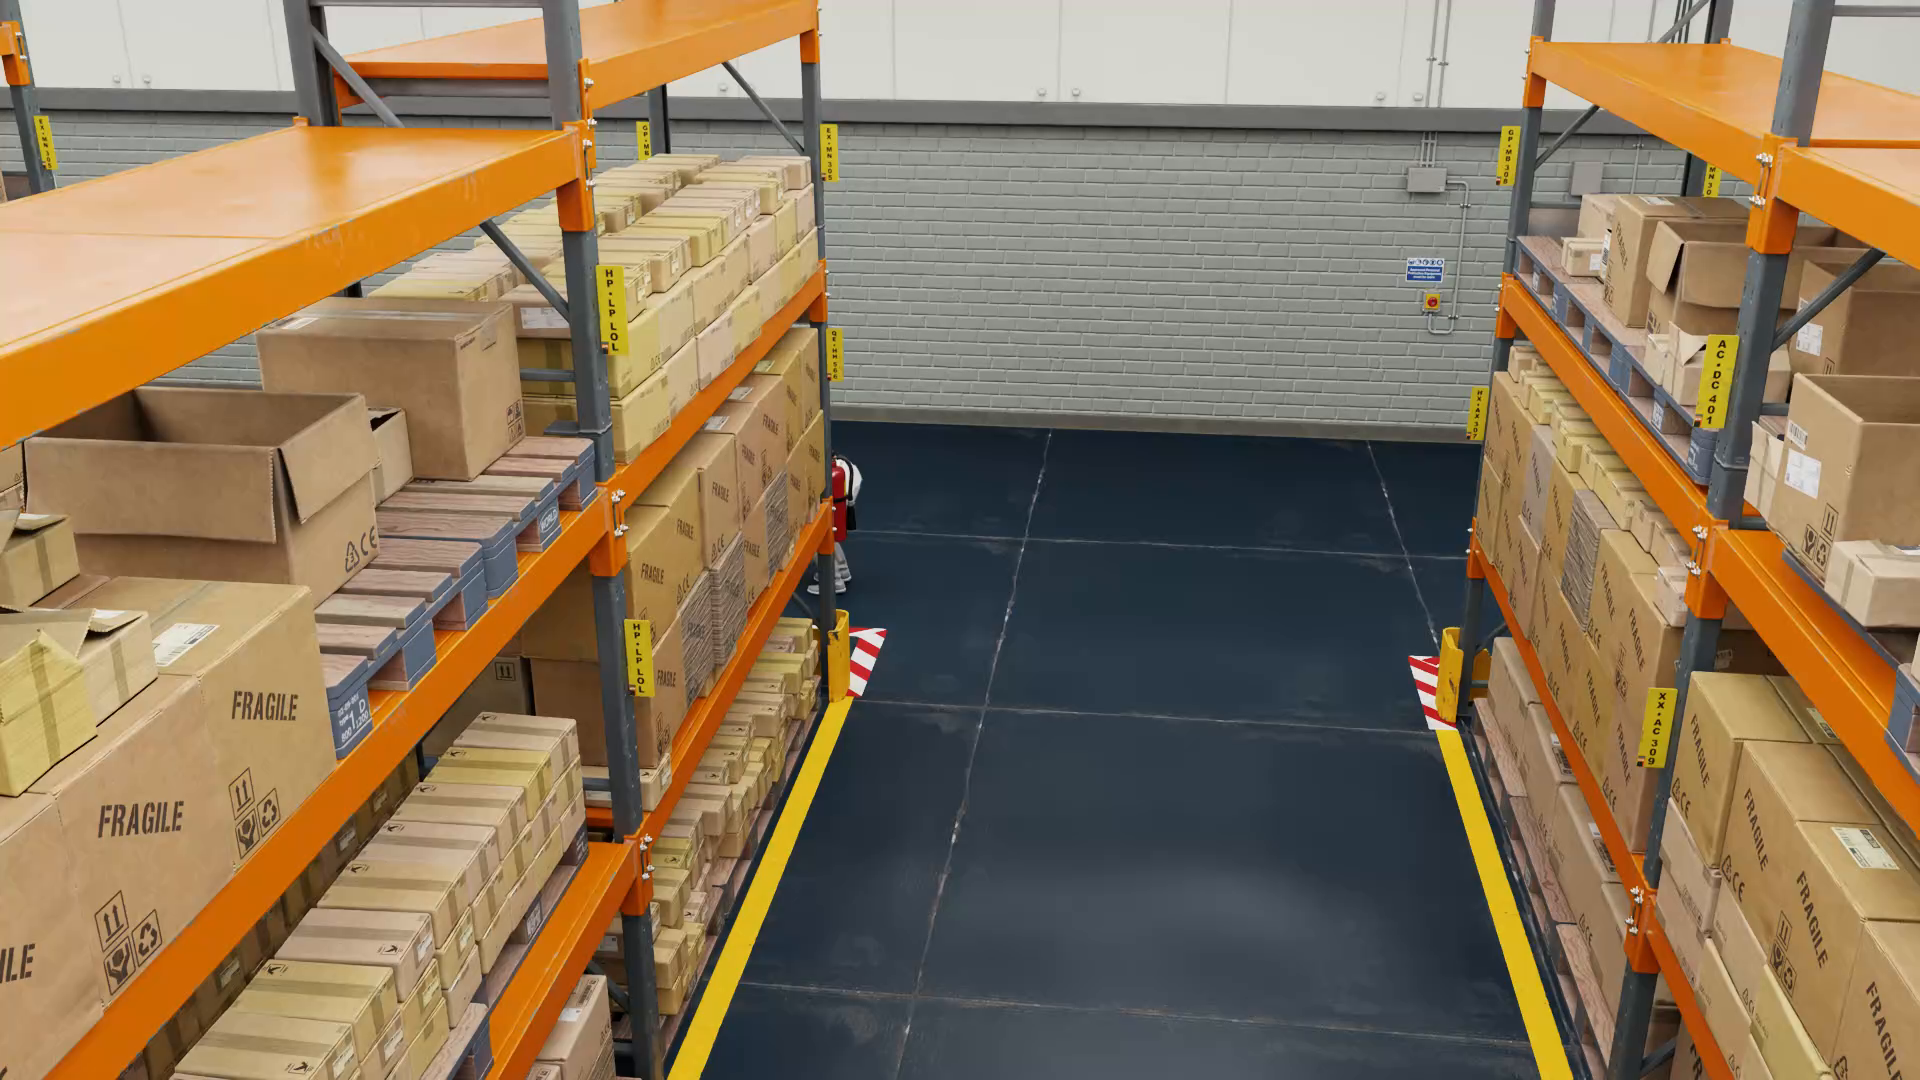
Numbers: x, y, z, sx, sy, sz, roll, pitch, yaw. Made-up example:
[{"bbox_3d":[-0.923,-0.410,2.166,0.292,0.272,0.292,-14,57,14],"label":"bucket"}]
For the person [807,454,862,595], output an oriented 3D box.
[{"bbox_3d":[-1.177,-0.210,12.276,0.908,1.192,0.433,2,21,4],"label":"person"}]
